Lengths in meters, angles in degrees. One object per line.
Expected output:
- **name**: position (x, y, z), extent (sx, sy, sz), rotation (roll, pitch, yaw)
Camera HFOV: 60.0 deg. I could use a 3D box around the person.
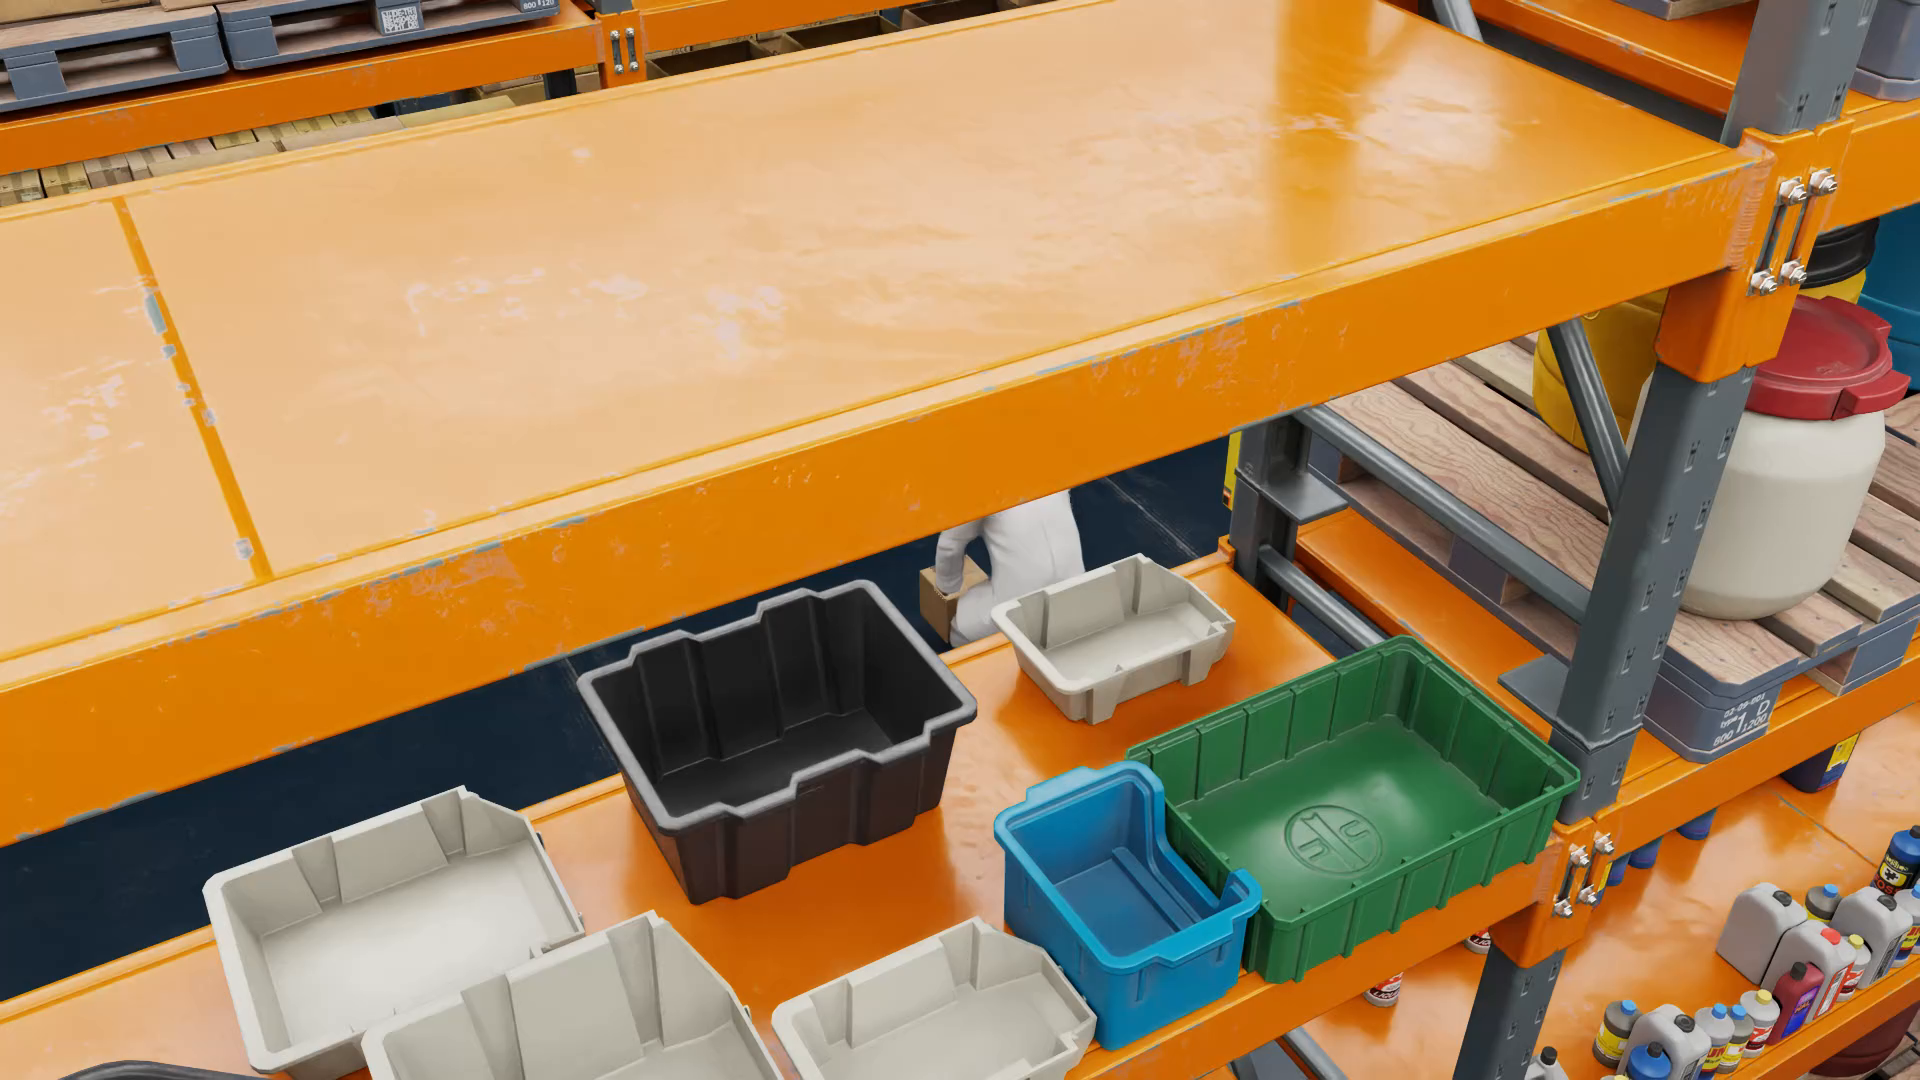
- **person**: position (0.214, 0.178, 6.918), extent (0.628, 1.526, 0.635), rotation (-19, 40, -24)
